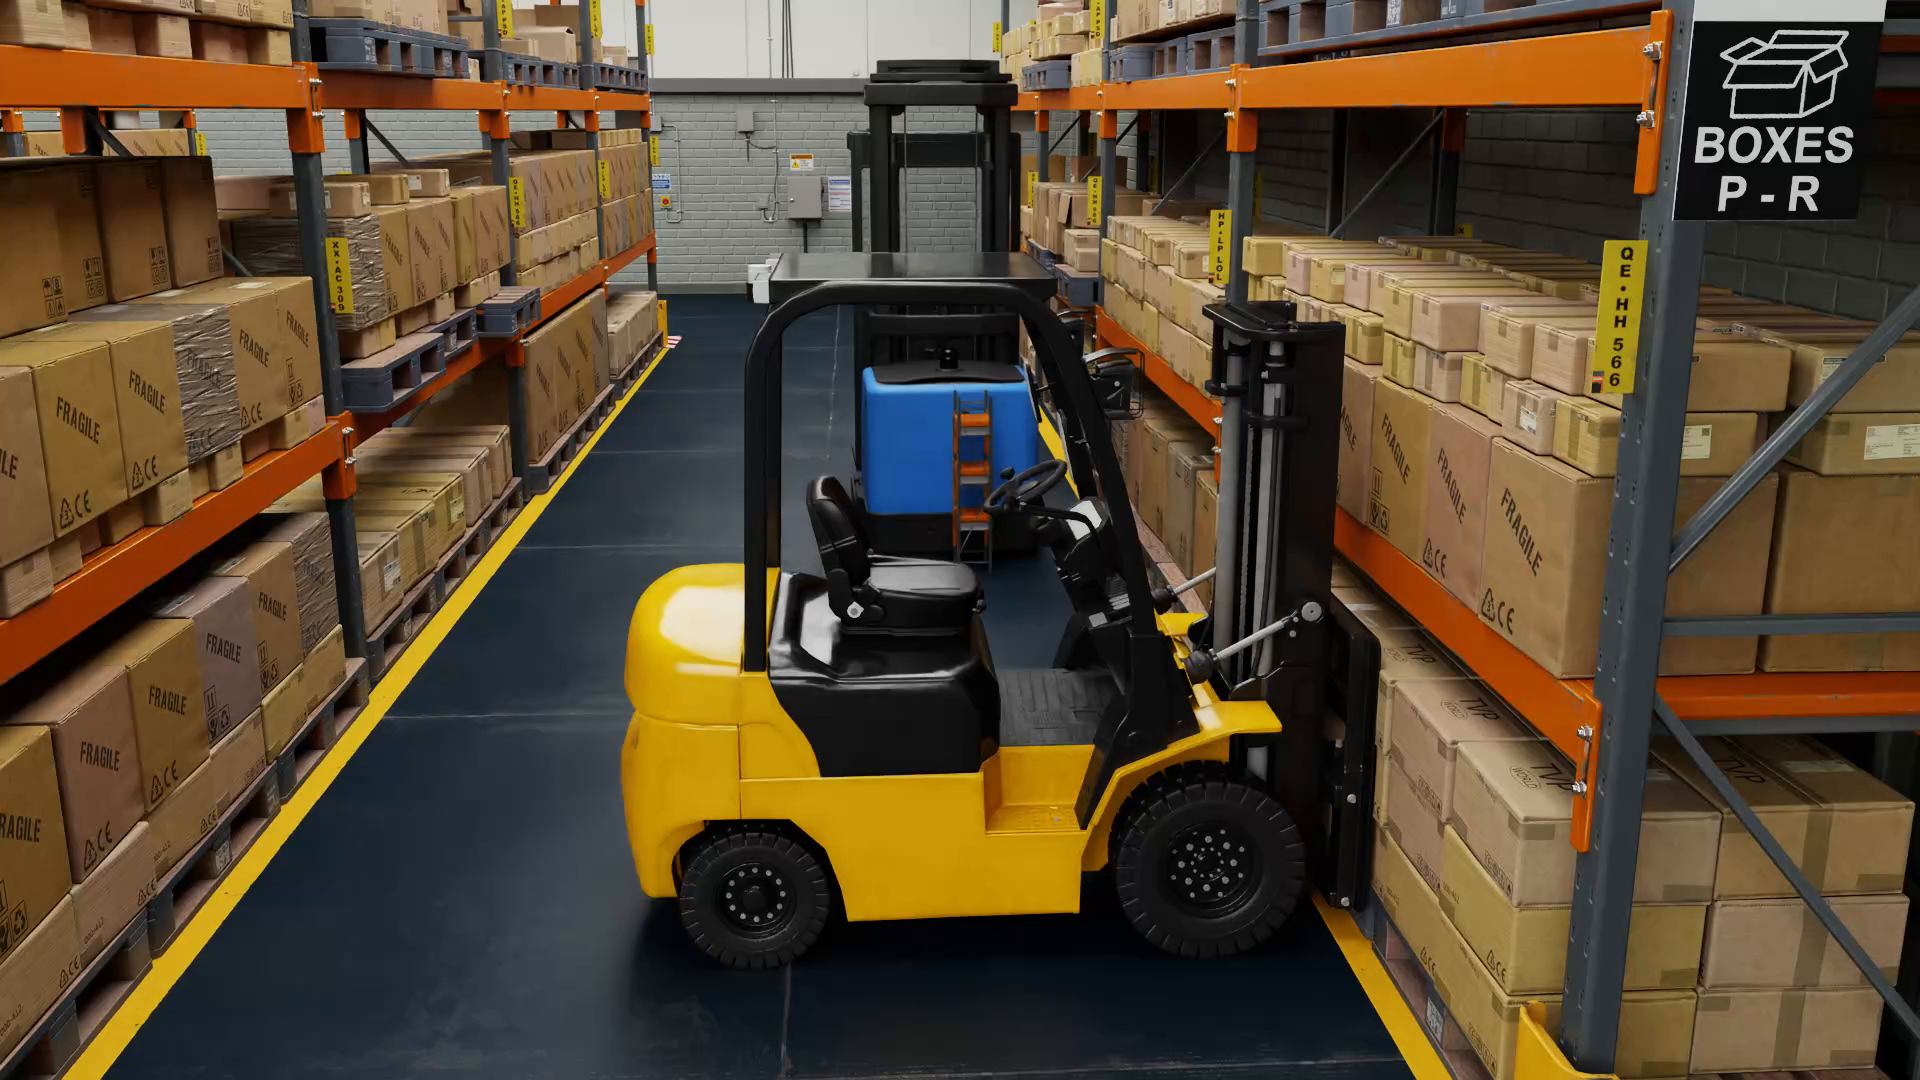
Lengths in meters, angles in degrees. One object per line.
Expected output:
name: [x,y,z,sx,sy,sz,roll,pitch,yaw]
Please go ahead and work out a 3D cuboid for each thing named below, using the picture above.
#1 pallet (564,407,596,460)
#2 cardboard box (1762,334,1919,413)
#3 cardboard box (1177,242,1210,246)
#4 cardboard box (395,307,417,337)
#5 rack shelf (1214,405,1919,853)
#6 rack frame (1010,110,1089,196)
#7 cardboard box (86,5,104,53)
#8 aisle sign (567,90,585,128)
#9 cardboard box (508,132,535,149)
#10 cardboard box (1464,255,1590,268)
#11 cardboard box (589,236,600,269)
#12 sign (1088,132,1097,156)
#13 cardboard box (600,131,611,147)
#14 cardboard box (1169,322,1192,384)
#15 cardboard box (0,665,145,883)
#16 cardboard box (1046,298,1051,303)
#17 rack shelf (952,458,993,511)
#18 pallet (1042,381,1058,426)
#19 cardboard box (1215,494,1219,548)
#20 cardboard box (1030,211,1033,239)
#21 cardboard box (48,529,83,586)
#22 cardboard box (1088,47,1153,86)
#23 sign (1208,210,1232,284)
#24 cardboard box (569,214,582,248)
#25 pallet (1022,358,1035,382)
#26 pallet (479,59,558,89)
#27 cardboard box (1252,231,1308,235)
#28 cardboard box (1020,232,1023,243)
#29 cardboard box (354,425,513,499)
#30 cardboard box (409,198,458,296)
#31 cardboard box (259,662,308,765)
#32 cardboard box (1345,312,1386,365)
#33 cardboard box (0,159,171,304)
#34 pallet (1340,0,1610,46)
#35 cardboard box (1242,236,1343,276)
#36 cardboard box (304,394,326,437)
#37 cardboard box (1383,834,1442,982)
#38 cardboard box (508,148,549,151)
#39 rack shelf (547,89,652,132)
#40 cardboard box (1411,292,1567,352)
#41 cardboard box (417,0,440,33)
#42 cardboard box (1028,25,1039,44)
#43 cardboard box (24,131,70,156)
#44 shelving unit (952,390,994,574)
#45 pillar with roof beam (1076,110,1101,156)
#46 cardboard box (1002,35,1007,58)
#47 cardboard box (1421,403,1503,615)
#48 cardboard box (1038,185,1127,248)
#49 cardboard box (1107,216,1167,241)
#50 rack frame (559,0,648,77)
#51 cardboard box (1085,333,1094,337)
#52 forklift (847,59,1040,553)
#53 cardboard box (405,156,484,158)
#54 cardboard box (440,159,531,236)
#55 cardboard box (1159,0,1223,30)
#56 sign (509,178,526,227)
pallet: [-3.542,-0.866,13.468,1.003,0.211,1.213,-1,14,-3]
cardboard box: [2.146,-0.398,3.953,0.380,0.149,0.250,-1,14,-5]
cardboard box: [1.364,-1.498,8.828,0.380,0.149,0.250,-1,14,-5]
cardboard box: [-3.041,-1.142,8.606,0.380,0.149,0.250,-1,14,-3]
rack shelf: [1.830,0.047,5.769,1.077,0.370,4.000,-1,14,-3]
rack frame: [0.963,-3.784,19.212,1.000,3.000,0.127,-1,14,-3]
cardboard box: [-2.923,-1.593,5.182,0.380,0.149,0.250,-1,14,-4]
aisle sign: [-4.285,-4.978,18.639,0.394,0.787,0.004,-1,14,-3]
cardboard box: [-4.080,-3.630,15.105,0.380,0.149,0.250,-1,14,-5]
cardboard box: [2.106,-0.976,6.202,0.380,0.149,0.250,-1,14,-4]
cardboard box: [-3.464,-2.531,14.644,0.500,0.250,0.500,-1,14,-5]
sign: [1.518,-4.501,19.042,0.100,0.325,0.005,-1,14,-3]
cardboard box: [-3.548,-3.830,15.882,0.380,0.149,0.250,-1,14,-4]
cardboard box: [1.377,-0.973,8.588,0.500,0.250,0.500,-1,14,-4]
cardboard box: [-2.813,0.698,4.966,0.500,0.500,0.500,-1,14,-6]
cardboard box: [0.853,-2.277,17.528,0.500,0.500,0.500,-1,14,-2]
rack shelf: [0.074,-0.328,9.735,0.215,0.259,0.240,-1,14,-6]
pallet: [1.299,-1.237,14.909,1.003,0.211,1.213,-1,14,-3]
cardboard box: [1.423,-0.030,7.292,0.500,0.250,0.500,-1,14,-4]
cardboard box: [0.936,-2.983,15.805,0.500,0.250,0.500,-1,14,-2]
cardboard box: [-2.799,0.050,4.817,0.380,0.149,0.250,-1,14,-2]
cardboard box: [1.184,-3.298,11.605,0.500,0.250,0.500,-1,14,-5]
sign: [1.165,-1.311,7.436,0.100,0.325,0.005,-1,14,-3]
cardboard box: [-3.397,-2.522,13.606,0.500,0.250,0.500,-1,14,-2]
pallet: [1.169,-1.609,16.357,1.003,0.211,1.213,-1,14,-3]
pallet: [-3.661,-3.515,12.527,1.003,0.211,1.213,0,14,-1]
cardboard box: [1.795,-1.697,9.601,0.380,0.149,0.250,0,14,-2]
cardboard box: [0.776,-3.190,17.407,0.380,0.149,0.250,-1,14,-2]
cardboard box: [-3.470,-0.506,10.906,0.950,0.372,0.625,-2,15,-7]
cardboard box: [-3.082,-1.614,9.138,0.500,0.500,0.500,-1,15,-6]
cardboard box: [-2.900,0.682,6.532,0.500,0.250,0.500,-1,14,-5]
cardboard box: [1.539,-0.694,5.700,0.380,0.149,0.250,-1,14,-5]
cardboard box: [-3.427,-1.158,6.204,0.700,0.500,0.500,-1,14,-3]
pallet: [1.857,-1.695,5.251,1.003,0.211,1.213,-1,14,-3]
cardboard box: [1.430,-1.222,7.156,0.380,0.149,0.250,-1,14,-2]
cardboard box: [-2.924,-0.525,7.050,0.380,0.149,0.250,-1,14,-4]
cardboard box: [1.588,1.088,4.953,0.500,0.250,0.500,-1,14,-3]
cardboard box: [-4.048,-3.357,15.346,0.500,0.500,0.500,-1,14,-4]
rack shelf: [-3.867,-4.313,16.693,1.077,0.370,4.000,-1,14,-3]
cardboard box: [1.564,-0.648,4.928,0.380,0.149,0.250,-1,14,-2]
cardboard box: [-2.969,-2.708,8.468,0.500,0.250,0.500,-1,14,-4]
cardboard box: [0.791,-4.435,14.586,0.380,0.149,0.250,0,14,-2]
cardboard box: [-8.510,-3.531,15.426,0.500,0.500,0.500,-1,14,-5]
shelving unit: [0.074,-0.338,9.732,0.215,1.050,0.252,-1,14,-6]
pillar with roof beam: [-2.601,-7.307,20.866,9.100,9.000,0.400,-1,14,-3]
cardboard box: [0.740,-5.436,18.313,0.500,0.250,0.500,-1,14,-4]
cardboard box: [1.639,-0.100,4.696,0.500,0.500,0.500,0,14,-2]
cardboard box: [1.049,-2.788,14.299,0.700,0.500,0.500,-1,14,-3]
cardboard box: [1.184,-2.073,11.060,0.380,0.149,0.250,0,14,-2]
rack frame: [-3.991,-6.611,18.163,1.000,3.000,0.127,-1,14,-3]
cardboard box: [1.156,-1.612,13.643,0.380,0.149,0.250,-1,14,-3]
forklift: [-0.178,-1.655,11.077,1.130,2.935,3.031,-1,14,-6]
cardboard box: [-3.853,-2.625,12.500,0.500,0.500,0.500,-1,14,-3]
cardboard box: [-3.282,-2.375,11.532,0.500,0.500,0.500,-1,14,-5]
cardboard box: [1.287,-2.843,8.996,0.380,0.149,0.250,-1,14,-4]
sign: [-2.954,-2.250,11.085,0.100,0.325,0.005,-1,14,-3]
